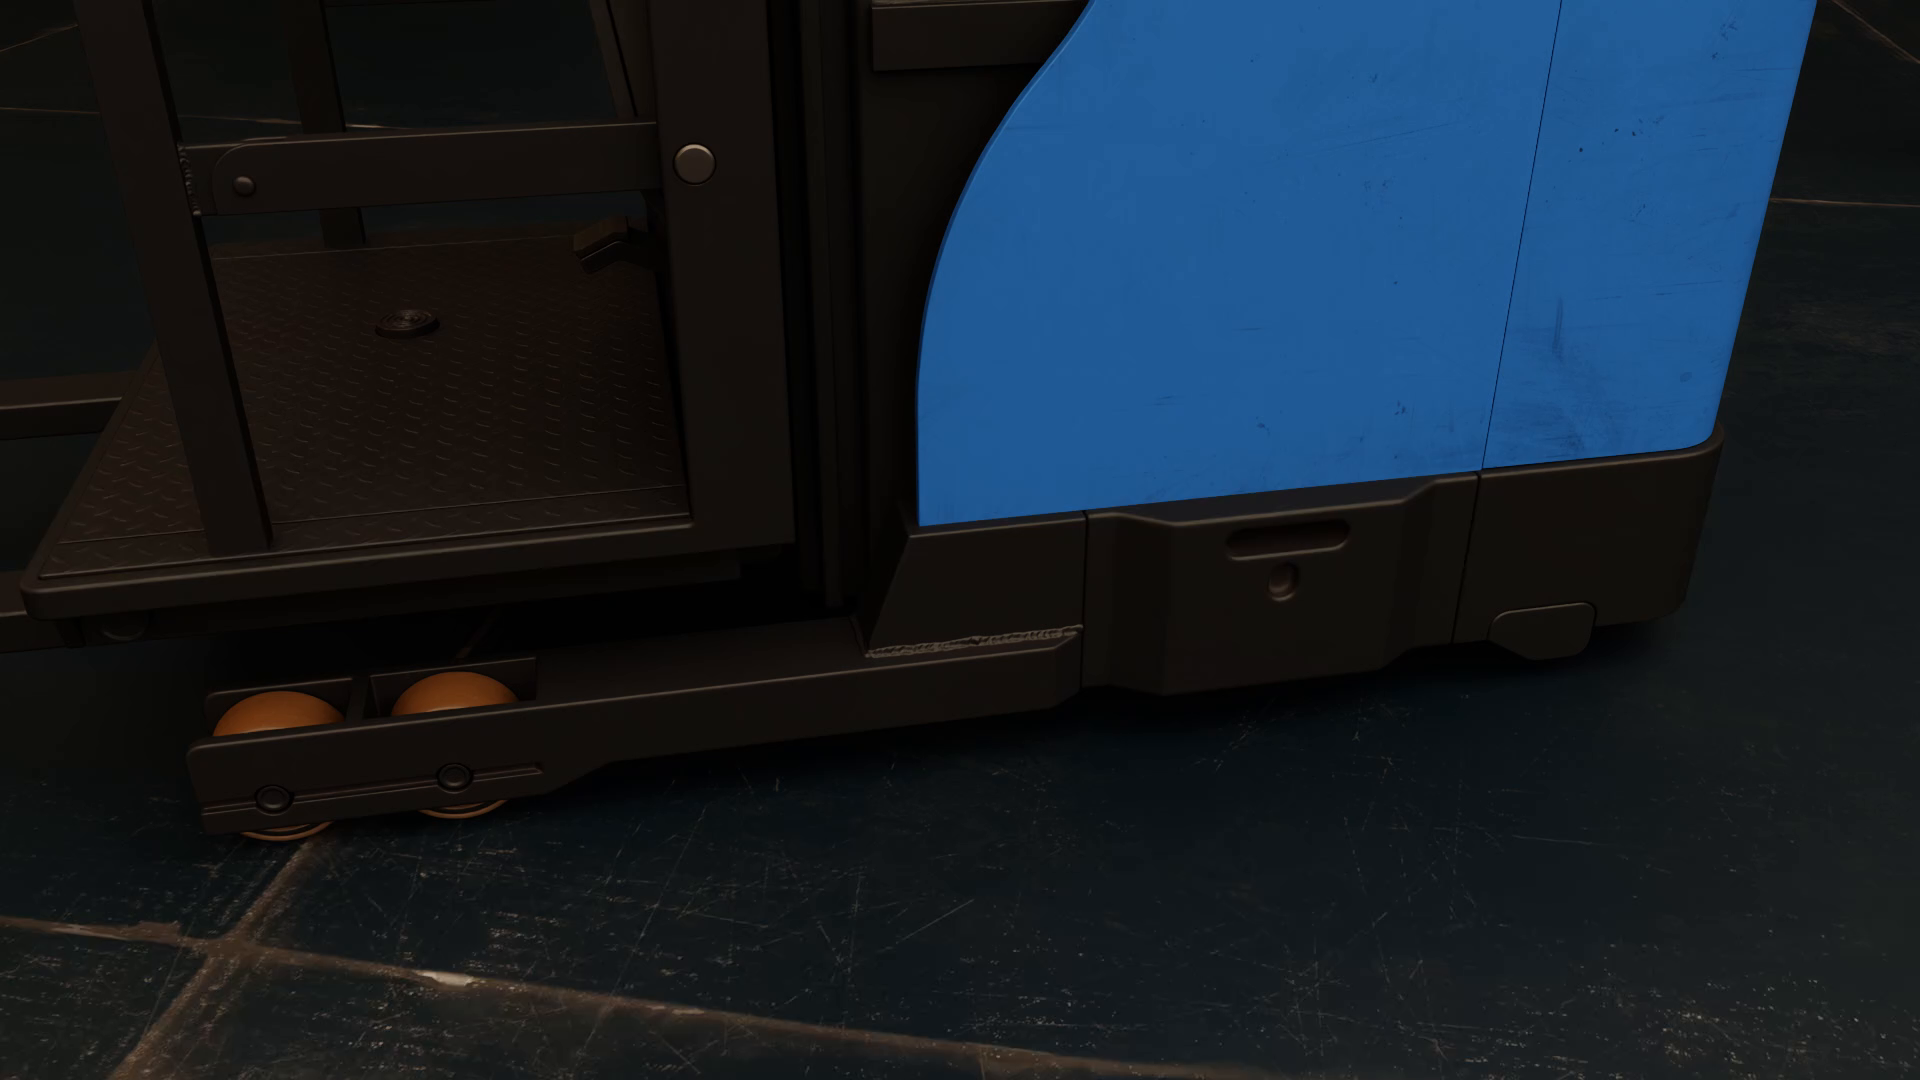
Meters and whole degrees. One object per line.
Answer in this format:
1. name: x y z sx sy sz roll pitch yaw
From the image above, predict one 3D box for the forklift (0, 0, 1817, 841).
1. forklift: -0.596 -1.221 1.680 3.031 2.935 1.130 -6 30 -10
